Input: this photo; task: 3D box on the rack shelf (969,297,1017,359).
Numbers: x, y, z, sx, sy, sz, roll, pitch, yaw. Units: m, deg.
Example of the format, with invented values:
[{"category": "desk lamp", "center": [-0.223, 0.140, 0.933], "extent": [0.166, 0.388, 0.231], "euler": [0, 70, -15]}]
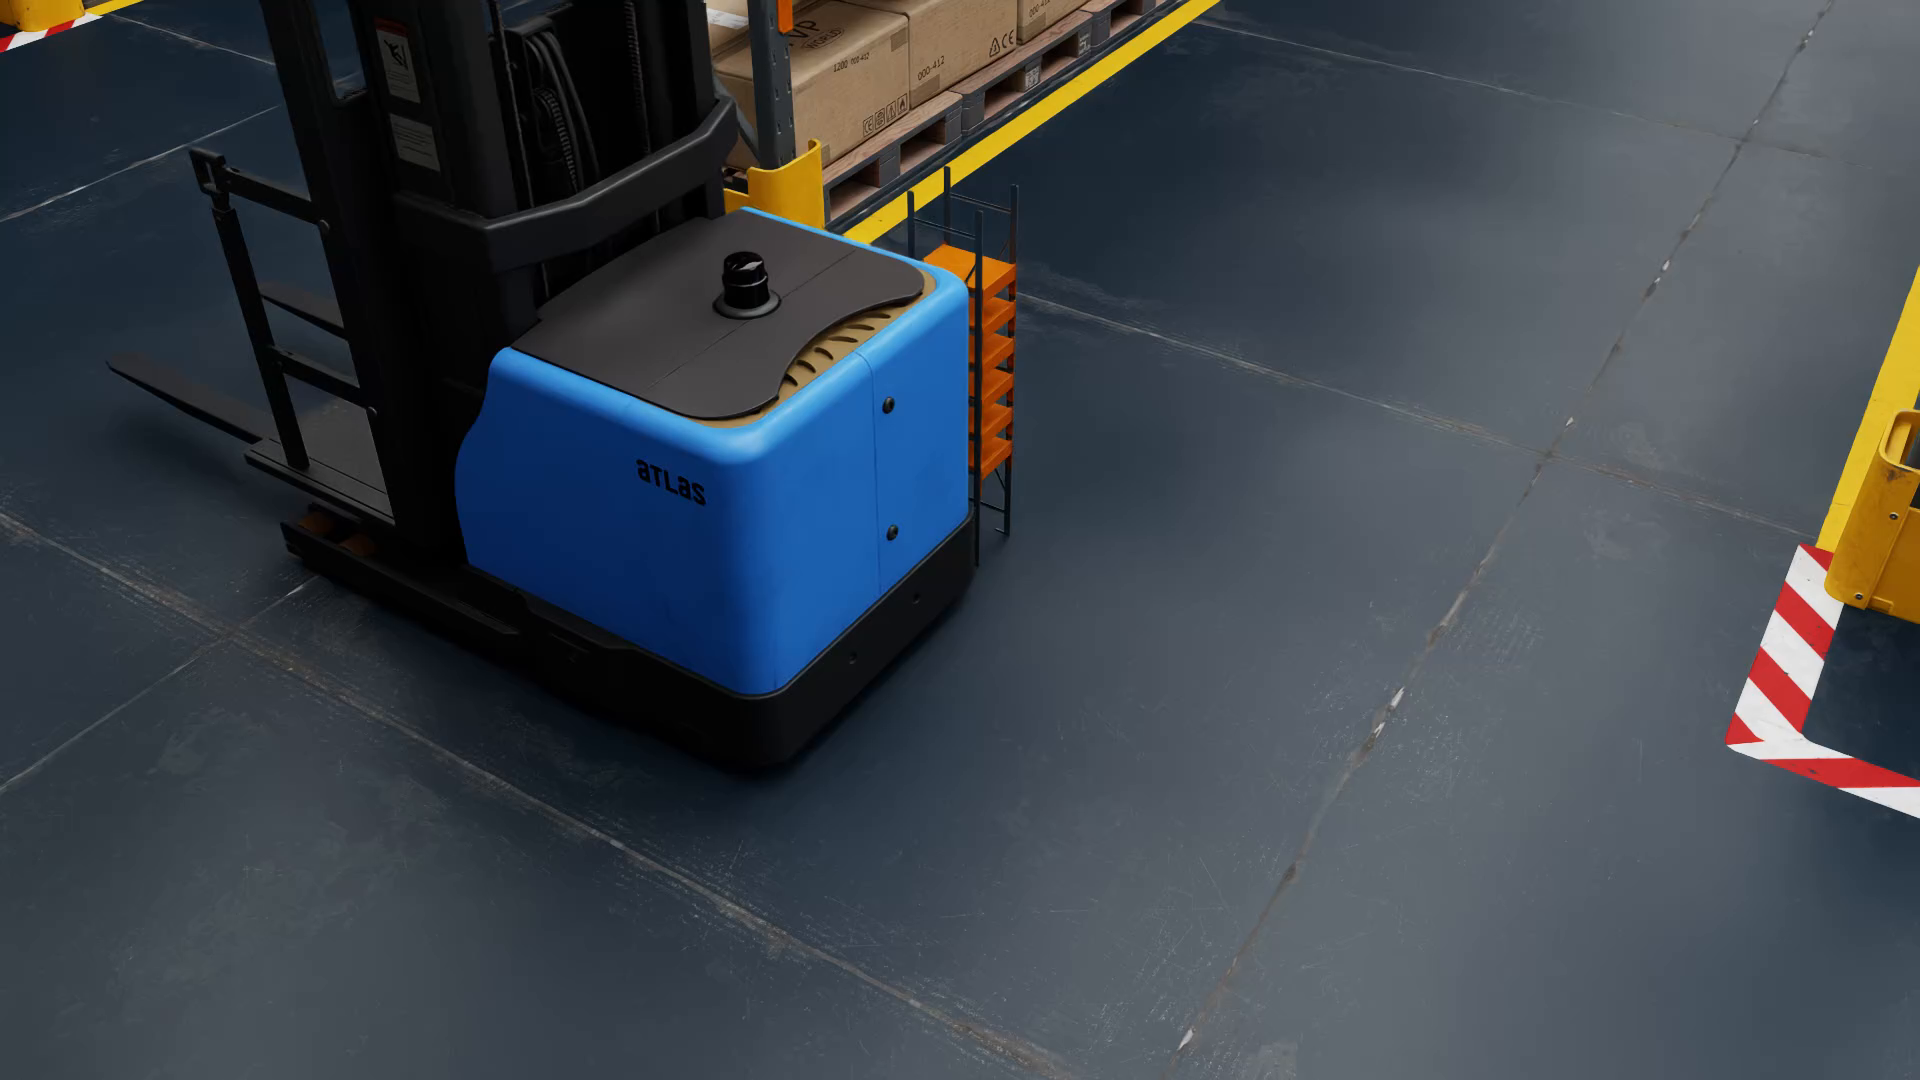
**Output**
[{"category": "rack shelf", "center": [0.008, -0.638, 4.774], "extent": [0.258, 0.103, 0.180], "euler": [21, 42, 25]}]

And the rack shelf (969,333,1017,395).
[{"category": "rack shelf", "center": [0.008, -0.543, 4.847], "extent": [0.258, 0.103, 0.180], "euler": [21, 42, 25]}]

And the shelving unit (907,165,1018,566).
[{"category": "shelving unit", "center": [0.008, -0.483, 4.893], "extent": [0.258, 1.200, 0.189], "euler": [21, 42, 25]}]

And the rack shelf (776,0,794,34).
[{"category": "rack shelf", "center": [-0.014, -3.191, 7.522], "extent": [1.077, 0.370, 4.000], "euler": [21, 42, 25]}]

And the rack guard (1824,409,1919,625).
[{"category": "rack guard", "center": [3.189, 0.073, 4.746], "extent": [1.175, 0.500, 0.348], "euler": [21, 42, 25]}]

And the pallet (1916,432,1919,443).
[{"category": "pallet", "center": [3.654, -0.220, 5.363], "extent": [1.003, 0.211, 1.213], "euler": [21, 42, 25]}]

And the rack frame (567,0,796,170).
[{"category": "rack frame", "center": [-1.086, -2.445, 5.965], "extent": [1.000, 3.000, 0.127], "euler": [21, 42, 25]}]

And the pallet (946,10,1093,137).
[{"category": "pallet", "center": [-0.069, -2.405, 8.197], "extent": [1.003, 0.211, 1.213], "euler": [21, 42, 25]}]

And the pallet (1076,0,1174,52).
[{"category": "pallet", "center": [0.584, -3.036, 9.016], "extent": [1.003, 0.211, 1.213], "euler": [21, 42, 25]}]

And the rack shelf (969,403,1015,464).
[{"category": "rack shelf", "center": [0.008, -0.352, 4.994], "extent": [0.258, 0.103, 0.180], "euler": [21, 42, 25]}]

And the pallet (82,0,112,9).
[{"category": "pallet", "center": [-4.812, -3.413, 9.505], "extent": [1.003, 0.211, 1.213], "euler": [21, 42, 25]}]

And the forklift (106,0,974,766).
[{"category": "forklift", "center": [-1.473, -1.260, 4.484], "extent": [3.031, 2.935, 1.130], "euler": [22, 43, 26]}]

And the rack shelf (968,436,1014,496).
[{"category": "rack shelf", "center": [0.008, -0.257, 5.067], "extent": [0.258, 0.103, 0.180], "euler": [21, 42, 25]}]

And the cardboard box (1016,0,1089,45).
[{"category": "cardboard box", "center": [0.151, -2.909, 8.321], "extent": [0.875, 0.438, 0.875], "euler": [20, 42, 24]}]

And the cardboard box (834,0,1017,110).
[{"category": "cardboard box", "center": [-0.333, -2.444, 7.718], "extent": [0.875, 0.438, 0.875], "euler": [22, 43, 26]}]

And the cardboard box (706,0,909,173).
[{"category": "cardboard box", "center": [-0.816, -1.970, 7.103], "extent": [0.875, 0.438, 0.875], "euler": [20, 42, 24]}]

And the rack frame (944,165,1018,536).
[{"category": "rack frame", "center": [0.057, -0.530, 4.955], "extent": [0.240, 1.200, 0.006], "euler": [21, 42, 25]}]

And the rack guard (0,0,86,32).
[{"category": "rack guard", "center": [-5.238, -3.116, 8.883], "extent": [1.175, 0.500, 0.348], "euler": [21, 42, 25]}]

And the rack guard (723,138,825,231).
[{"category": "rack guard", "center": [-1.098, -1.443, 6.712], "extent": [1.175, 0.500, 0.348], "euler": [21, 42, 25]}]

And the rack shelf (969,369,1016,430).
[{"category": "rack shelf", "center": [0.008, -0.447, 4.920], "extent": [0.258, 0.103, 0.180], "euler": [21, 42, 25]}]

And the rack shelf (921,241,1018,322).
[{"category": "rack shelf", "center": [0.008, -0.733, 4.701], "extent": [0.258, 0.103, 0.180], "euler": [21, 42, 25]}]

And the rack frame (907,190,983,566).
[{"category": "rack frame", "center": [-0.041, -0.435, 4.832], "extent": [0.240, 1.200, 0.006], "euler": [21, 42, 25]}]

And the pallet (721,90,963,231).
[{"category": "pallet", "center": [-0.723, -1.779, 7.384], "extent": [1.003, 0.211, 1.213], "euler": [21, 42, 25]}]

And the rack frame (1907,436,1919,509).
[{"category": "rack frame", "center": [3.148, -0.878, 3.932], "extent": [1.000, 3.000, 0.127], "euler": [21, 42, 25]}]
